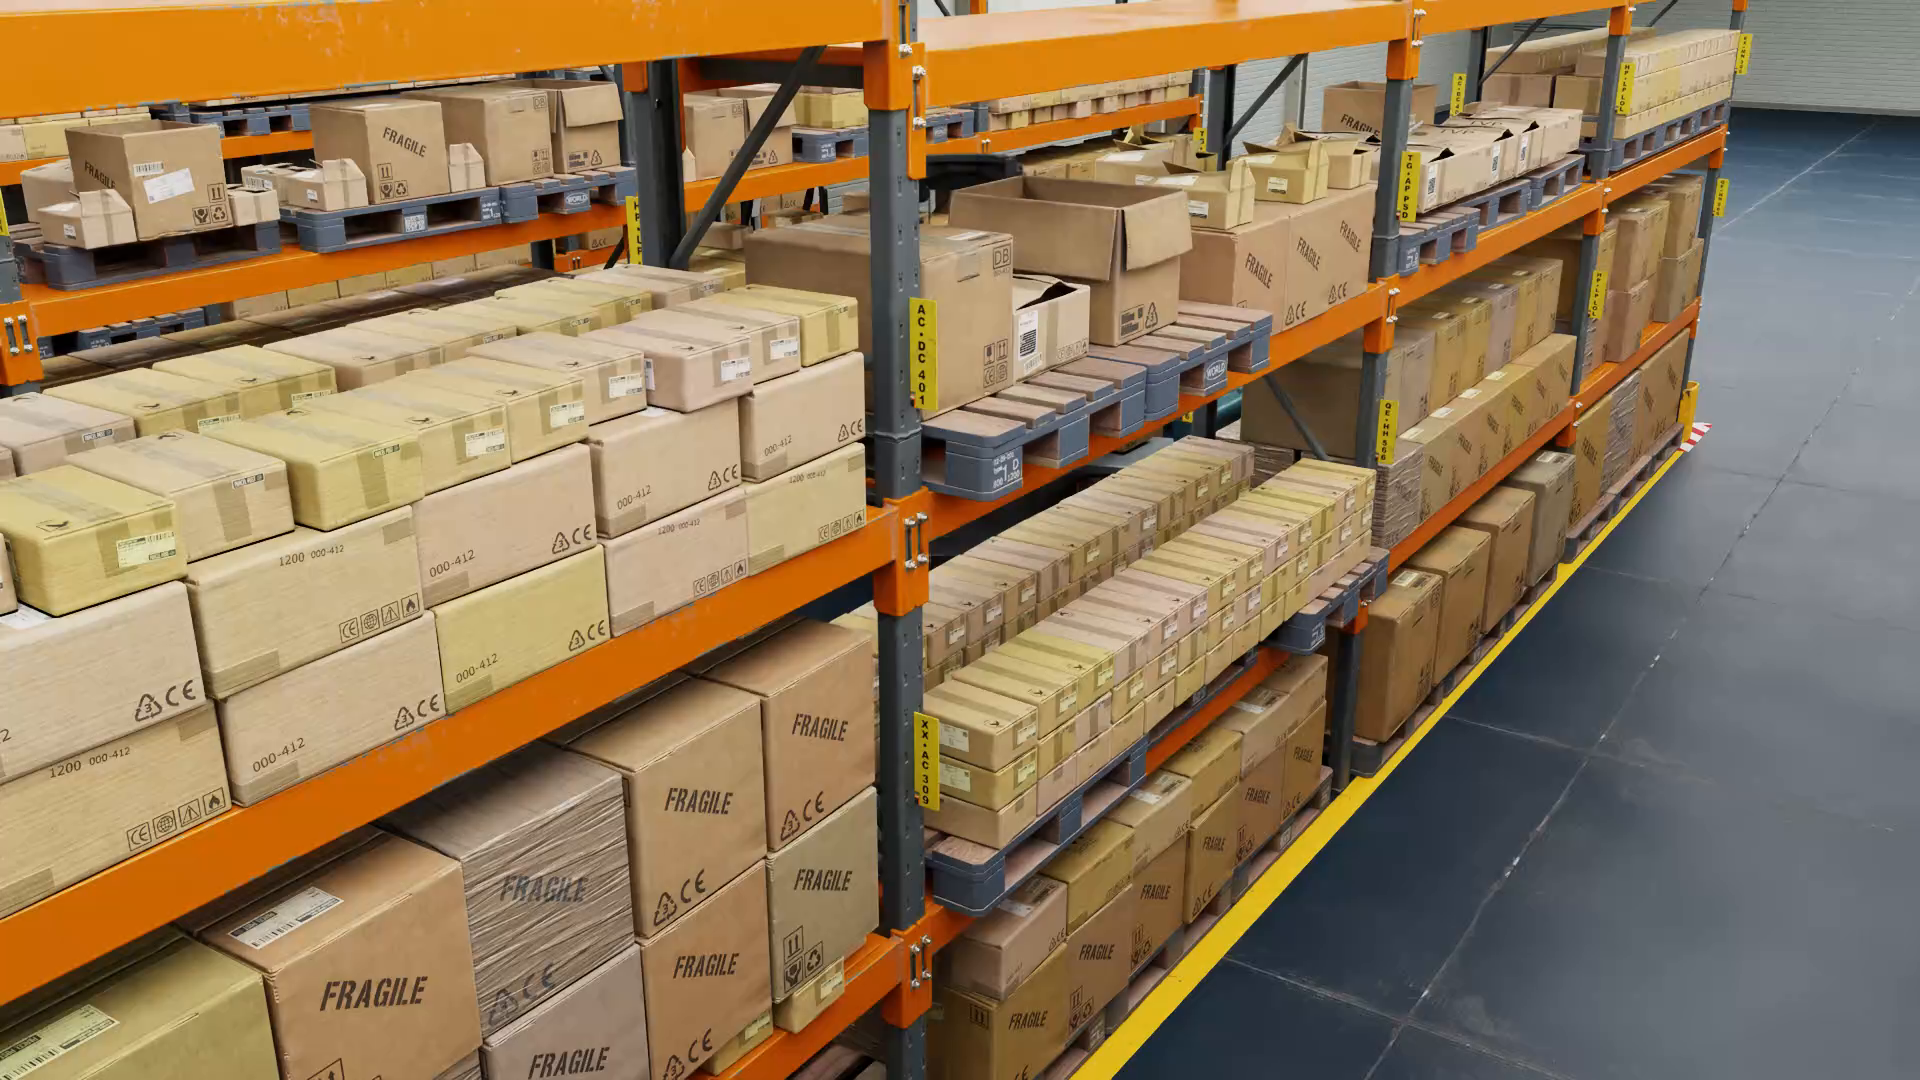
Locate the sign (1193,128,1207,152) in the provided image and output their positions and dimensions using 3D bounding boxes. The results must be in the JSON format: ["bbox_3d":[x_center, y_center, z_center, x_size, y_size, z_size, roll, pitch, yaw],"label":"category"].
[{"bbox_3d":[1.232,-1.937,8.496,0.100,0.325,0.005,13,24,32],"label":"sign"}]

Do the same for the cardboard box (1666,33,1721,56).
[{"bbox_3d":[5.845,-3.960,13.287,0.380,0.149,0.250,14,24,33],"label":"cardboard box"}]

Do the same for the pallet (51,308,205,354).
[{"bbox_3d":[-6.894,-1.746,13.437,1.213,0.211,1.003,13,24,32],"label":"pallet"}]

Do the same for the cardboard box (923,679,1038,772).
[{"bbox_3d":[0.040,0.626,5.649,0.380,0.149,0.250,15,25,35],"label":"cardboard box"}]

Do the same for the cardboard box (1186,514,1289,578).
[{"bbox_3d":[1.213,0.024,7.277,0.380,0.149,0.250,13,24,32],"label":"cardboard box"}]

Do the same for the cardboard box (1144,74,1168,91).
[{"bbox_3d":[1.673,-4.507,16.090,0.500,0.250,0.500,13,24,31],"label":"cardboard box"}]

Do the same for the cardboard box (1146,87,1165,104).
[{"bbox_3d":[1.774,-4.357,16.258,0.380,0.149,0.250,14,25,33],"label":"cardboard box"}]

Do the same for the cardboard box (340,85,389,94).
[{"bbox_3d":[-5.390,-4.194,14.561,0.500,0.500,0.500,14,24,33],"label":"cardboard box"}]

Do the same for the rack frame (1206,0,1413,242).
[{"bbox_3d":[1.687,-2.954,7.780,1.000,3.000,0.127,13,24,32],"label":"rack frame"}]

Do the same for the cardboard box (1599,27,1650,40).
[{"bbox_3d":[5.591,-4.237,14.036,0.380,0.149,0.250,13,24,32],"label":"cardboard box"}]

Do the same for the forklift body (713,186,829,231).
[{"bbox_3d":[-1.631,-3.041,17.886,2.313,2.155,1.214,13,24,32],"label":"forklift body"}]

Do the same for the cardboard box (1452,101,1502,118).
[{"bbox_3d":[3.389,-2.751,11.000,0.258,0.266,0.396,13,24,31],"label":"cardboard box"}]

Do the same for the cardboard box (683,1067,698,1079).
[{"bbox_3d":[-0.985,1.474,4.820,0.380,0.149,0.250,13,24,30],"label":"cardboard box"}]

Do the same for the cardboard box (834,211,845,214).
[{"bbox_3d":[-0.716,-2.529,14.101,0.500,0.500,0.500,14,24,33],"label":"cardboard box"}]

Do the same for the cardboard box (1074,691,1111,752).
[{"bbox_3d":[0.329,0.616,6.103,0.380,0.149,0.250,14,24,33],"label":"cardboard box"}]

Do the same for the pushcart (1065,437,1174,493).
[{"bbox_3d":[1.698,-0.564,13.746,1.648,0.377,0.936,5,21,13],"label":"pushcart"}]

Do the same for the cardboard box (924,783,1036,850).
[{"bbox_3d":[0.040,0.905,5.752,0.380,0.149,0.250,12,23,29],"label":"cardboard box"}]

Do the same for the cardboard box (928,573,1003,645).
[{"bbox_3d":[-0.053,0.270,6.612,0.380,0.149,0.250,13,24,32],"label":"cardboard box"}]

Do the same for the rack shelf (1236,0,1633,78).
[{"bbox_3d":[2.811,-3.003,9.525,1.077,0.370,4.000,13,24,32],"label":"rack shelf"}]

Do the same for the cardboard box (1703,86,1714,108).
[{"bbox_3d":[5.849,-3.589,13.432,0.380,0.149,0.250,14,24,32],"label":"cardboard box"}]

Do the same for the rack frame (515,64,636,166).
[{"bbox_3d":[-2.464,-3.890,10.311,1.000,3.000,0.127,13,24,32],"label":"rack frame"}]

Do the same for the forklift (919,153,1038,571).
[{"bbox_3d":[0.018,-1.100,11.514,1.130,2.935,3.031,0,20,-1],"label":"forklift"}]

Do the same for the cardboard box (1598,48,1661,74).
[{"bbox_3d":[4.706,-3.379,11.716,0.380,0.149,0.250,13,24,31],"label":"cardboard box"}]

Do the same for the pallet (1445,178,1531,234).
[{"bbox_3d":[2.631,-1.975,9.729,1.003,0.211,1.213,15,25,34],"label":"pallet"}]

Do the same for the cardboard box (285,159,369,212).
[{"bbox_3d":[-3.396,-1.926,8.912,0.396,0.266,0.258,16,25,36],"label":"cardboard box"}]

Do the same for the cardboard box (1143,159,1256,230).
[{"bbox_3d":[0.968,-1.413,6.691,0.396,0.266,0.258,13,24,32],"label":"cardboard box"}]

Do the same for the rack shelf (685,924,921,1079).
[{"bbox_3d":[-1.686,1.919,4.291,1.077,0.370,4.000,13,24,32],"label":"rack shelf"}]

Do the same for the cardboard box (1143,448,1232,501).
[{"bbox_3d":[1.118,-0.326,8.222,0.380,0.149,0.250,13,24,30],"label":"cardboard box"}]

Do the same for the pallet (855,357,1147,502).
[{"bbox_3d":[-0.127,-0.468,5.653,1.213,0.211,1.003,13,24,32],"label":"pallet"}]

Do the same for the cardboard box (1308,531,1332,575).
[{"bbox_3d":[1.491,0.024,7.703,0.380,0.149,0.250,14,24,33],"label":"cardboard box"}]

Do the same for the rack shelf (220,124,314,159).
[{"bbox_3d":[-5.447,-3.687,15.122,1.077,0.370,4.000,13,24,32],"label":"rack shelf"}]

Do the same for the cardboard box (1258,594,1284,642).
[{"bbox_3d":[1.211,0.305,7.374,0.380,0.149,0.250,12,23,29],"label":"cardboard box"}]

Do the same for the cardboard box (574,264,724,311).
[{"bbox_3d":[-0.926,-0.714,4.970,0.380,0.149,0.250,13,24,31],"label":"cardboard box"}]

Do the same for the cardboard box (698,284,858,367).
[{"bbox_3d":[-0.511,-0.608,4.681,0.380,0.149,0.250,12,23,29],"label":"cardboard box"}]

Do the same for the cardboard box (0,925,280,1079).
[{"bbox_3d":[-1.749,1.132,3.368,0.500,0.500,0.500,13,24,31],"label":"cardboard box"}]

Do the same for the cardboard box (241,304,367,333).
[{"bbox_3d":[-3.804,-1.065,9.735,0.500,0.500,0.500,14,24,33],"label":"cardboard box"}]

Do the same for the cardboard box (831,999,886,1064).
[{"bbox_3d":[-0.354,1.721,6.786,0.500,0.500,0.500,13,24,31],"label":"cardboard box"}]

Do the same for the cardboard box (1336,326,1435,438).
[{"bbox_3d":[2.230,-0.928,9.366,0.700,0.500,0.500,13,24,31],"label":"cardboard box"}]

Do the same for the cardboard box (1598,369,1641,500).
[{"bbox_3d":[4.850,-0.915,13.371,0.875,0.875,0.875,13,24,32],"label":"cardboard box"}]

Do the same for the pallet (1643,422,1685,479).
[{"bbox_3d":[5.799,-0.883,14.848,1.003,0.211,1.213,13,24,32],"label":"pallet"}]

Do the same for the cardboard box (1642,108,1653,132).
[{"bbox_3d":[4.706,-3.005,11.854,0.380,0.149,0.250,13,24,32],"label":"cardboard box"}]

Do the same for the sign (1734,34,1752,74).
[{"bbox_3d":[6.625,-4.111,14.069,0.100,0.325,0.005,13,24,32],"label":"sign"}]

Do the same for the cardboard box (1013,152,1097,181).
[{"bbox_3d":[0.821,-3.245,15.199,0.700,0.500,0.500,13,24,31],"label":"cardboard box"}]

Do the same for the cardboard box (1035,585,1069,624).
[{"bbox_3d":[0.237,0.257,7.074,0.380,0.149,0.250,13,24,32],"label":"cardboard box"}]

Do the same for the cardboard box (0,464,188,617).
[{"bbox_3d":[-1.647,-0.006,3.055,0.380,0.149,0.250,14,25,33],"label":"cardboard box"}]

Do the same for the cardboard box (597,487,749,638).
[{"bbox_3d":[-0.905,0.005,4.319,0.500,0.250,0.500,13,24,32],"label":"cardboard box"}]

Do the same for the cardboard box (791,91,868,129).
[{"bbox_3d":[-1.000,-3.272,12.573,0.500,0.250,0.500,14,24,33],"label":"cardboard box"}]

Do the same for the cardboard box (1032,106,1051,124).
[{"bbox_3d":[0.578,-3.776,14.688,0.380,0.149,0.250,14,25,33],"label":"cardboard box"}]

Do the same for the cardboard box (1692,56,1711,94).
[{"bbox_3d":[5.575,-3.673,13.087,0.500,0.250,0.500,13,24,32],"label":"cardboard box"}]

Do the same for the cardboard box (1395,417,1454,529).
[{"bbox_3d":[2.446,-0.410,9.405,0.500,0.500,0.500,13,24,31],"label":"cardboard box"}]

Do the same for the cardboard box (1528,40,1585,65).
[{"bbox_3d":[4.446,-3.653,12.456,0.380,0.149,0.250,13,24,32],"label":"cardboard box"}]

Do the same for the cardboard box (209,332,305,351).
[{"bbox_3d":[-3.680,-0.810,9.045,0.500,0.500,0.500,13,24,31],"label":"cardboard box"}]

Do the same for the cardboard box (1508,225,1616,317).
[{"bbox_3d":[4.171,-1.964,11.978,0.875,0.550,0.550,13,24,32],"label":"cardboard box"}]

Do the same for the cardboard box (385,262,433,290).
[{"bbox_3d":[-5.256,-2.494,15.400,0.500,0.250,0.500,14,25,34],"label":"cardboard box"}]

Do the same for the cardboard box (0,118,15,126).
[{"bbox_3d":[-7.187,-3.136,12.237,0.380,0.149,0.250,14,24,32],"label":"cardboard box"}]
